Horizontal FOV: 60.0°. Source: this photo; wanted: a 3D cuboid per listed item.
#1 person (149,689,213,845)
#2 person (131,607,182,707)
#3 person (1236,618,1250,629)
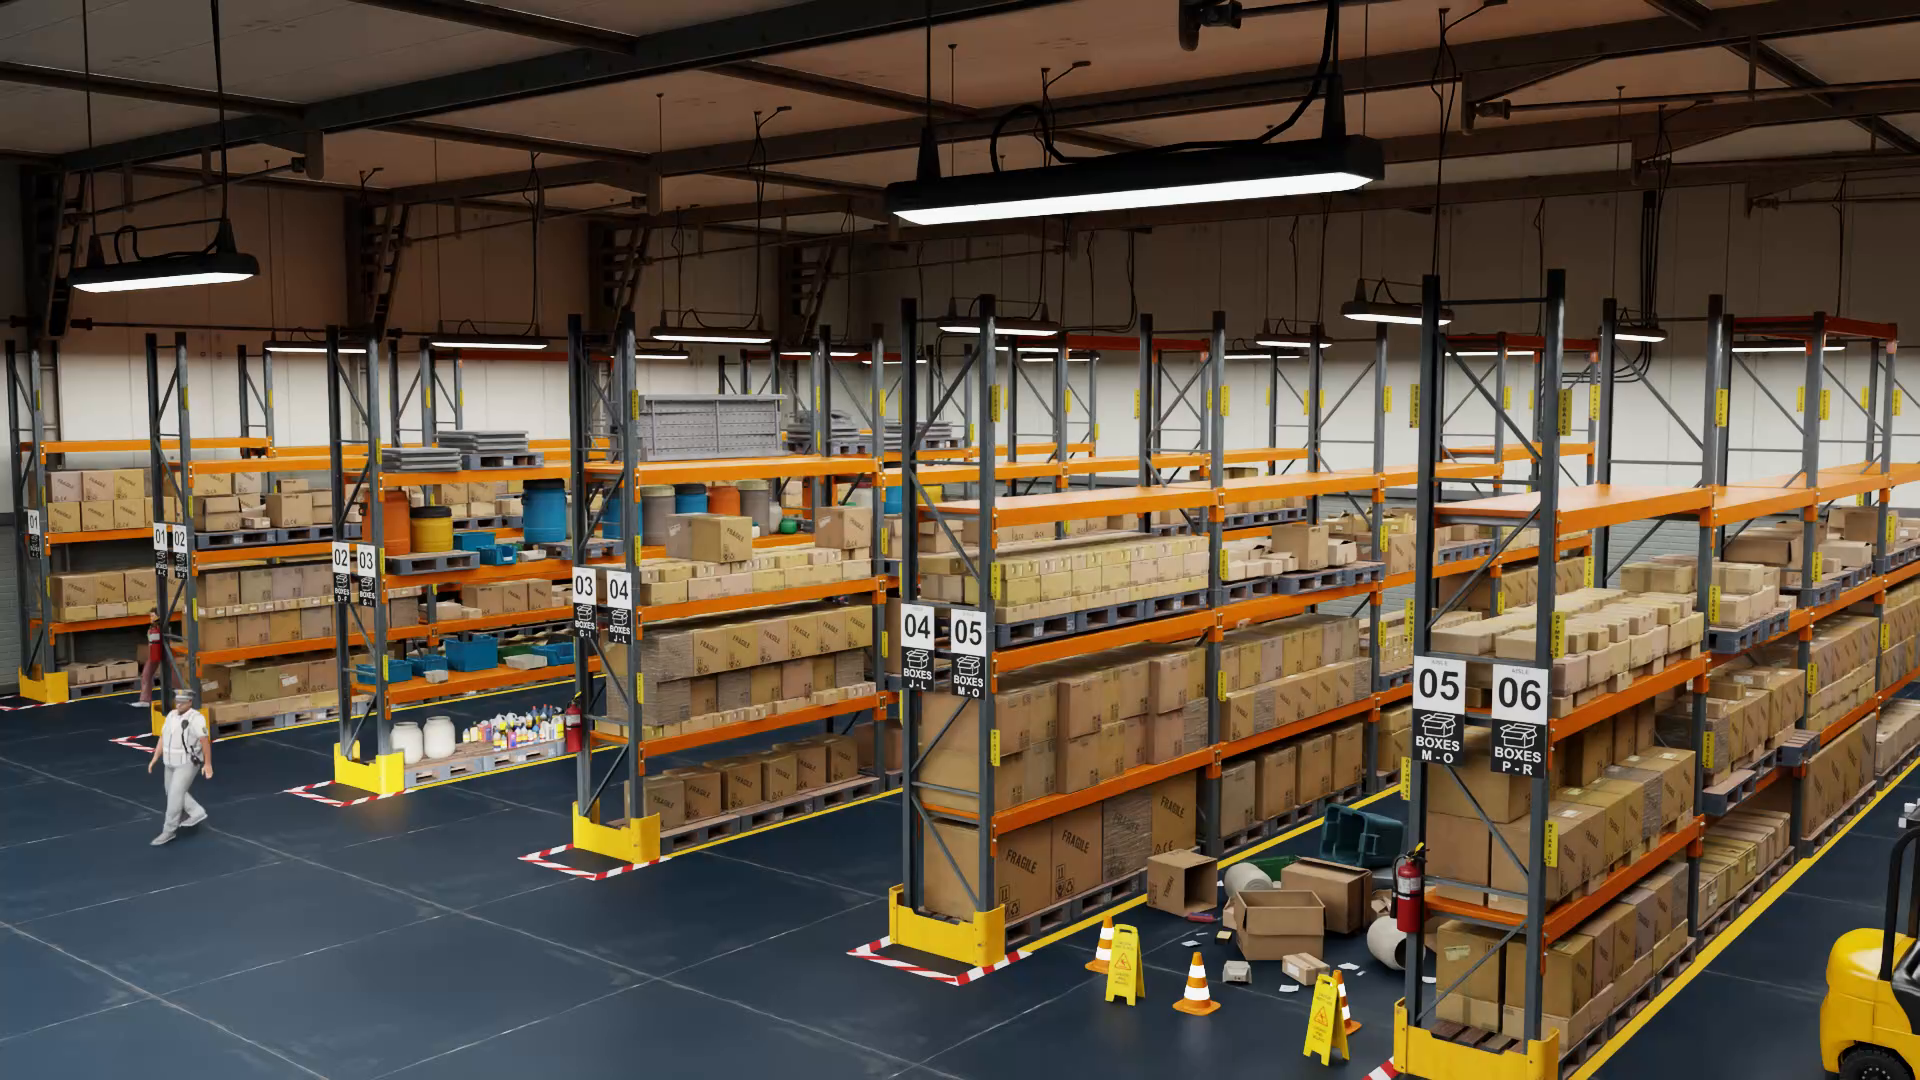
[{"bbox_3d":[-9.022,2.583,19.261,0.633,1.727,0.858,2,5,17],"label":"person"},{"bbox_3d":[-13.106,1.899,27.274,0.452,1.640,0.900,2,5,21],"label":"person"},{"bbox_3d":[4.499,2.017,25.757,0.648,1.688,0.748,-4,7,-41],"label":"person"}]
